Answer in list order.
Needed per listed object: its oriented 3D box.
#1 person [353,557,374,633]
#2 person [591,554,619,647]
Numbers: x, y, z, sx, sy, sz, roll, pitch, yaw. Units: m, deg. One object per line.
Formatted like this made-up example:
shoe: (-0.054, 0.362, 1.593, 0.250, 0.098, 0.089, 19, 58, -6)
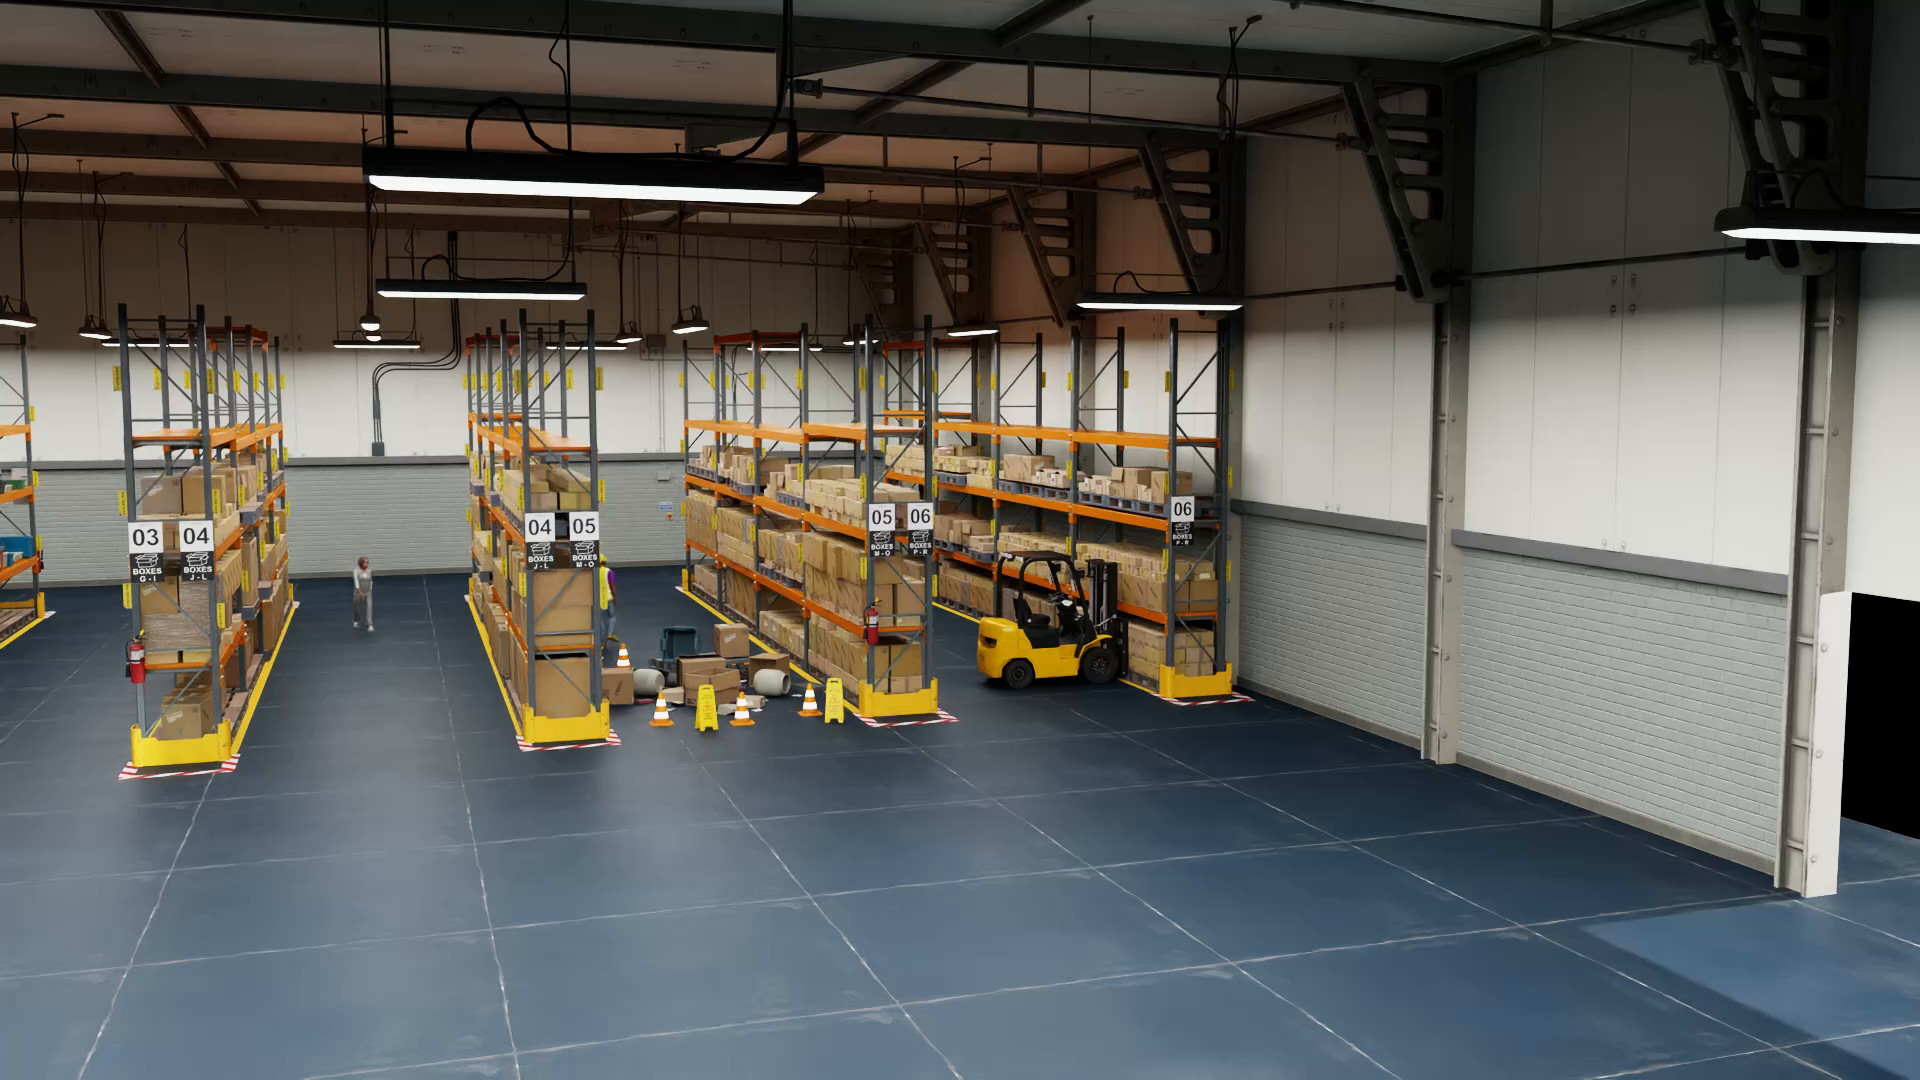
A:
person: (-11.937, 1.082, 33.321, 0.390, 1.505, 1.048, -4, 7, -34)
person: (-6.761, 1.139, 31.457, 0.601, 1.753, 0.535, -1, 5, -9)
